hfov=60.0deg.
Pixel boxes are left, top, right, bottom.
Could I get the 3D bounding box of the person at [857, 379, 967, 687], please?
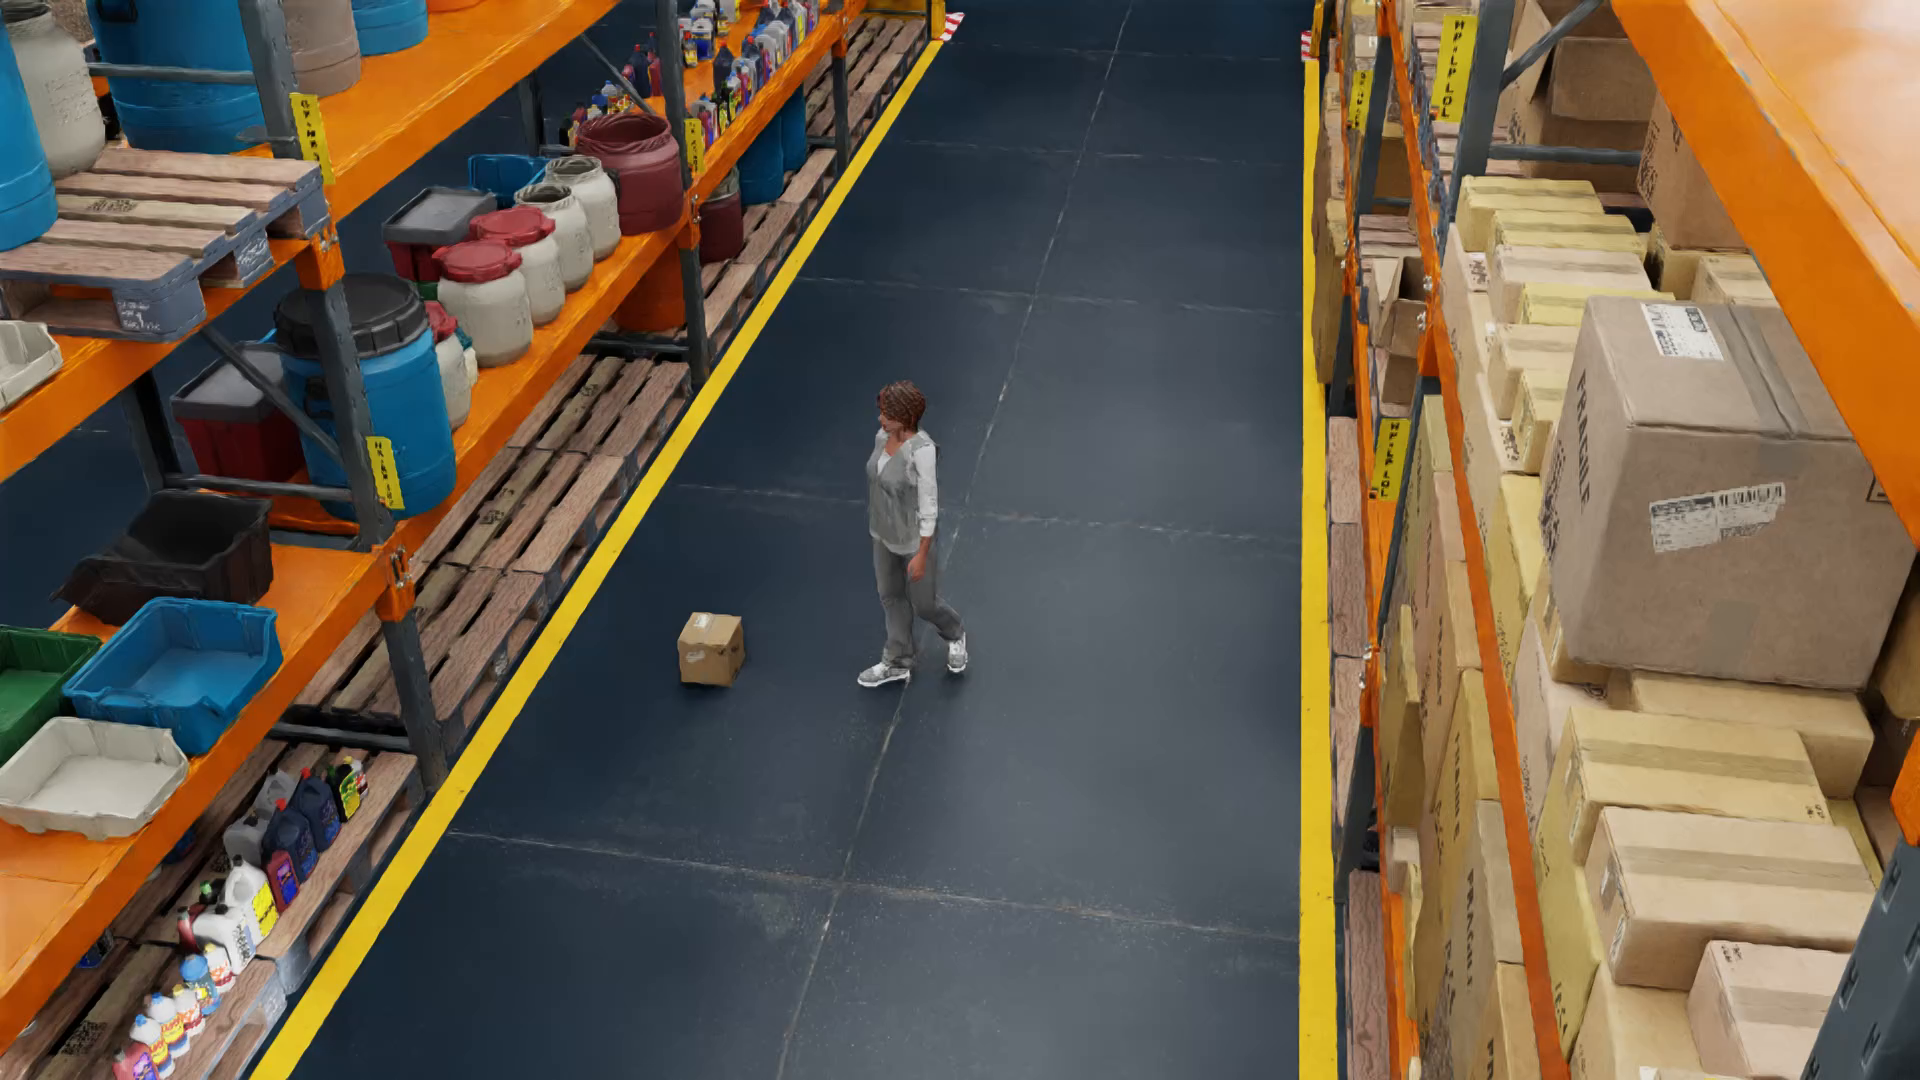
[{"bbox_3d":[-0.230,-0.026,7.789,0.576,1.597,0.463,-24,40,-32],"label":"person"}]
